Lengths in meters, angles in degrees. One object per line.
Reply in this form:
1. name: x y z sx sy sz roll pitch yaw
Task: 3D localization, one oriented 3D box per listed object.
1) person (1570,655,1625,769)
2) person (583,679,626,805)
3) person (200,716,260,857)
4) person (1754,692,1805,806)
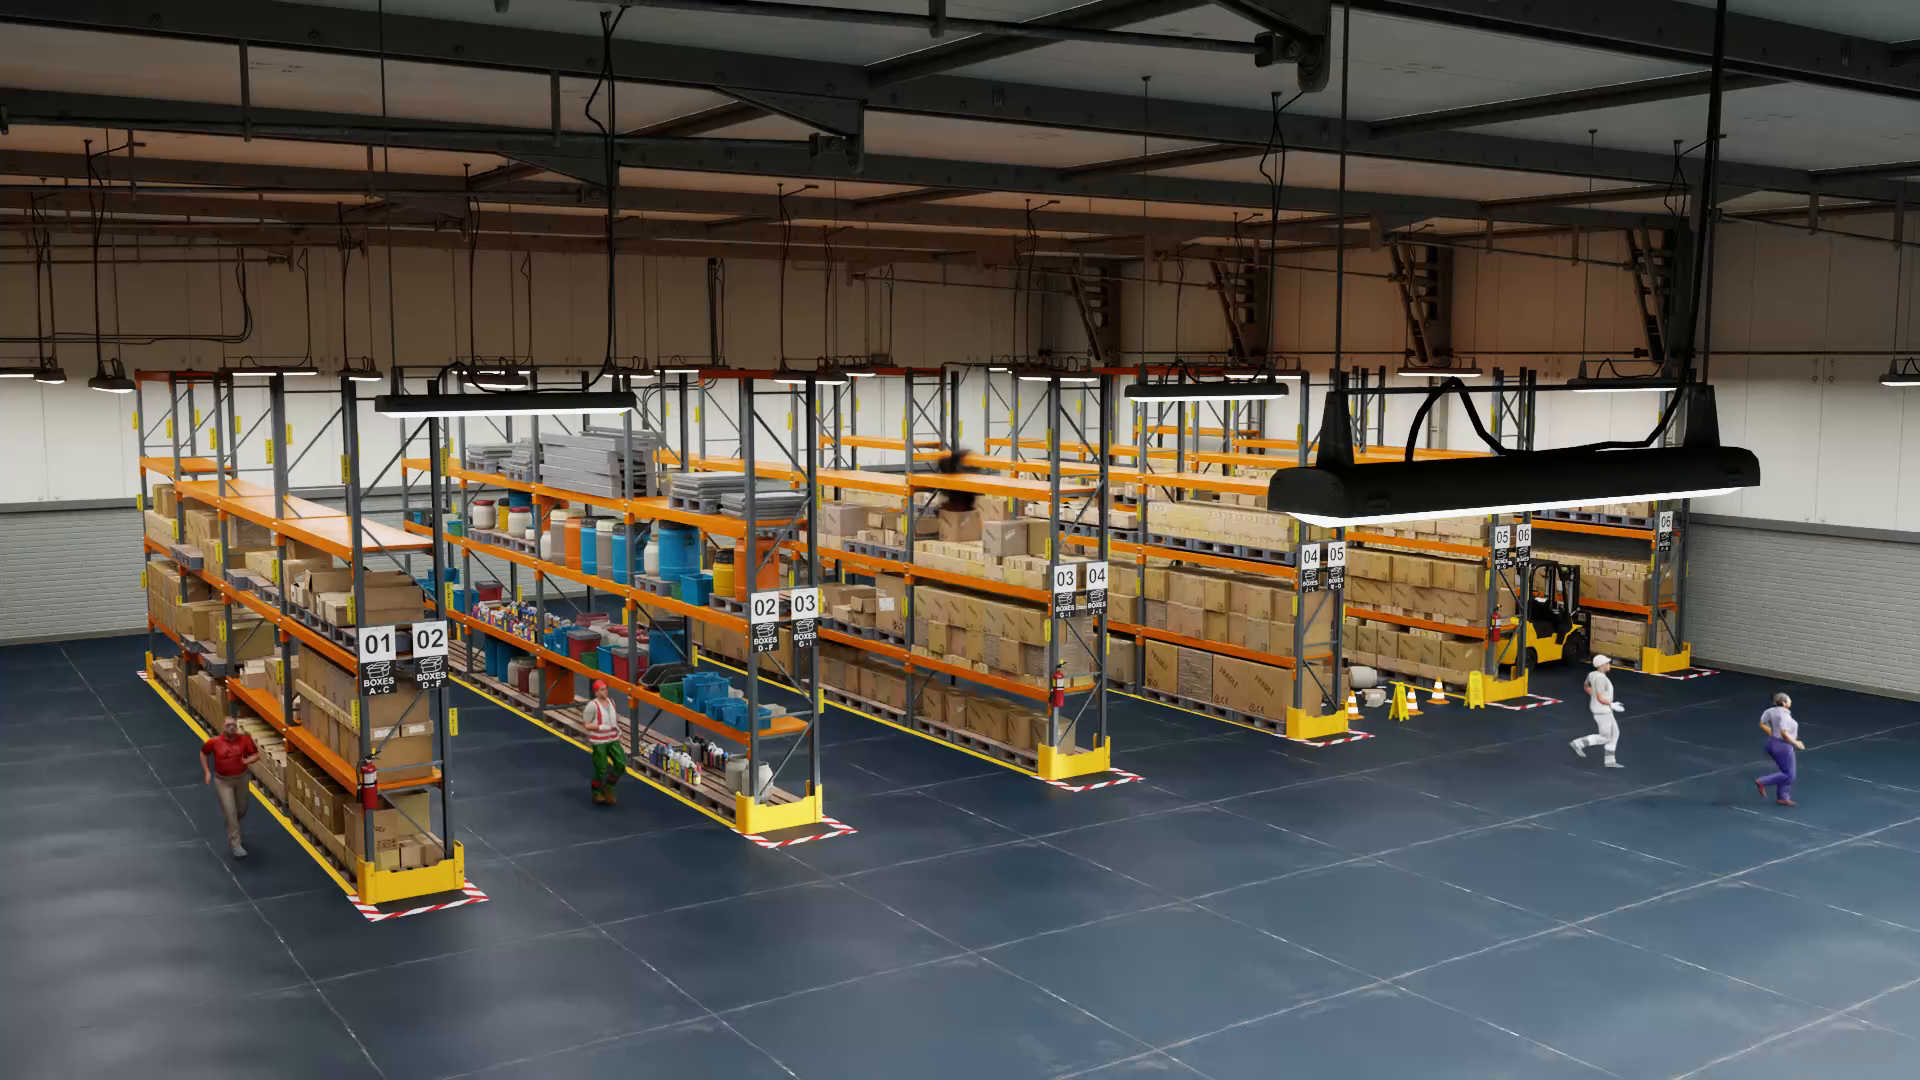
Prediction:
1. person: 9.748 2.613 25.378 0.825 1.754 0.668 1 7 12
2. person: -4.927 2.833 23.216 0.645 1.786 0.634 6 9 43
3. person: -9.246 3.073 21.120 0.663 1.713 0.974 -5 8 -36
4. person: 11.421 2.933 23.253 0.685 1.612 0.608 0 6 -1
